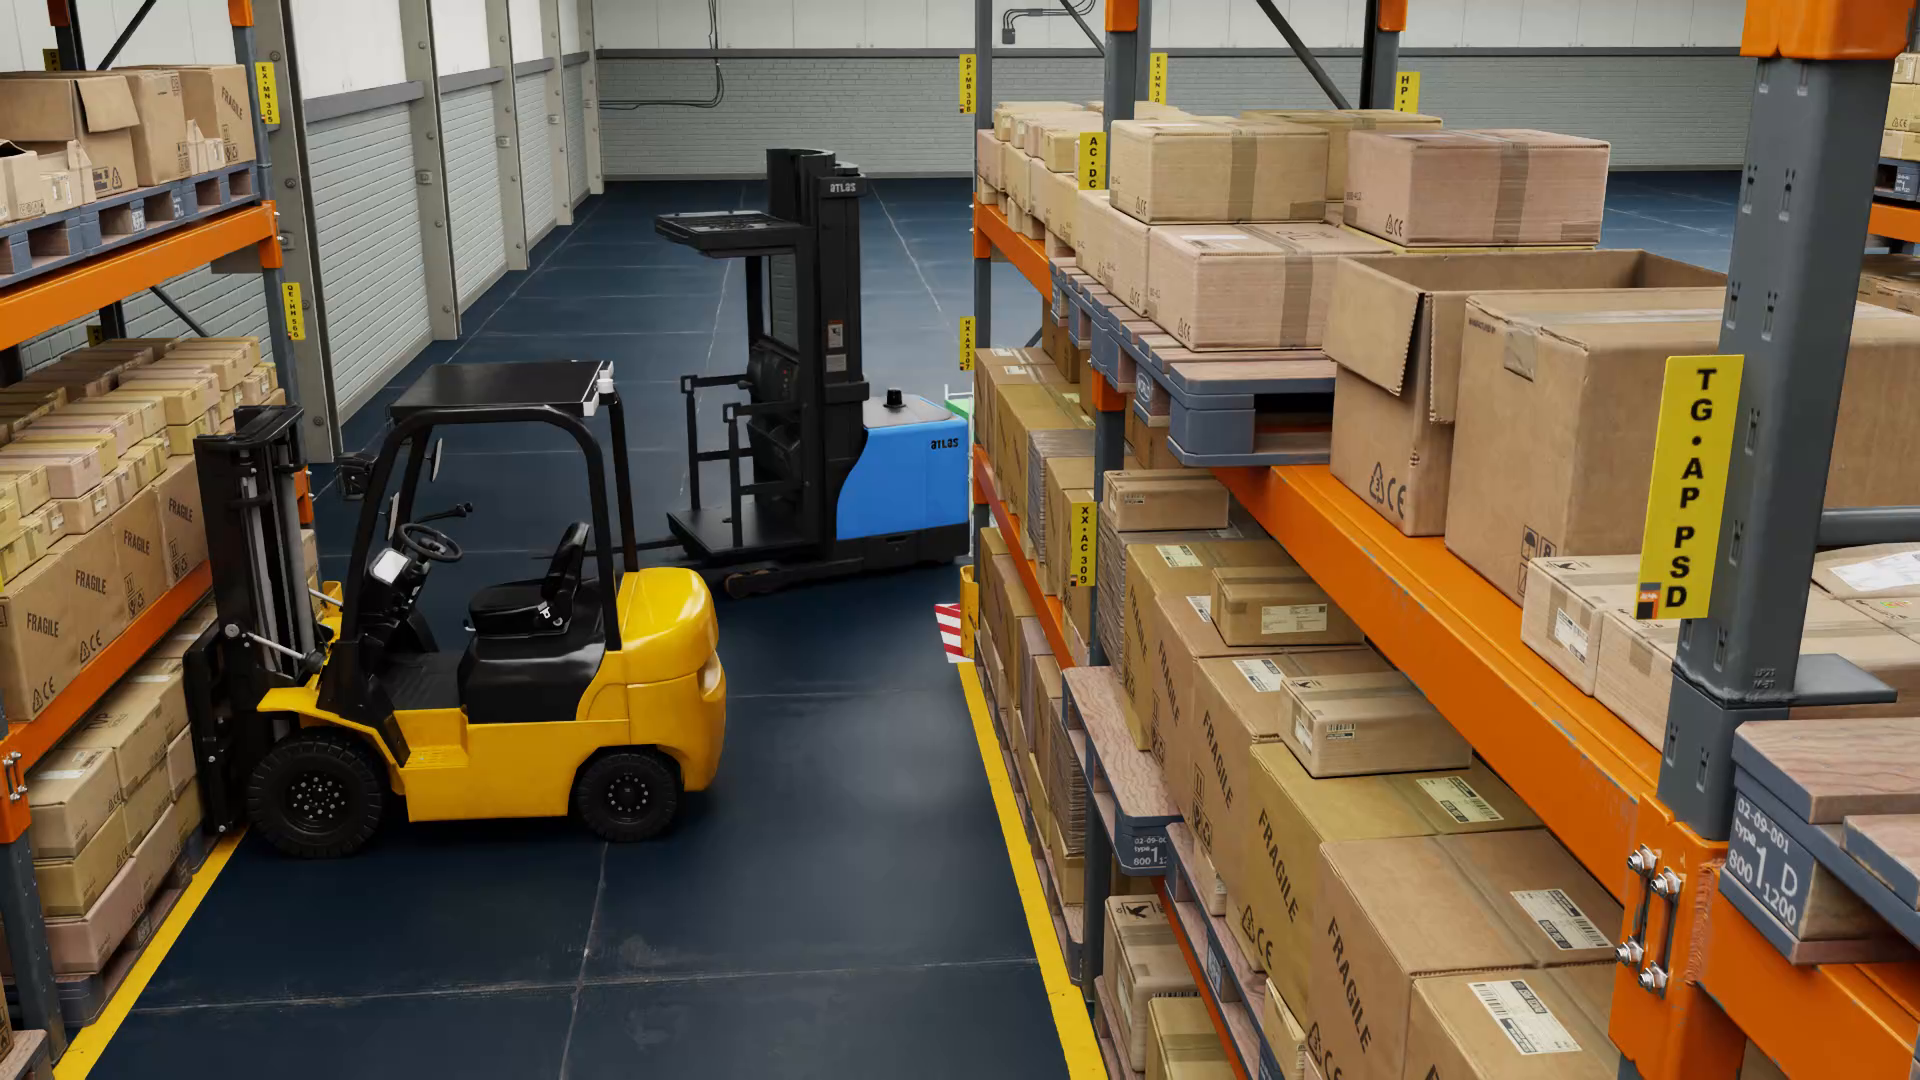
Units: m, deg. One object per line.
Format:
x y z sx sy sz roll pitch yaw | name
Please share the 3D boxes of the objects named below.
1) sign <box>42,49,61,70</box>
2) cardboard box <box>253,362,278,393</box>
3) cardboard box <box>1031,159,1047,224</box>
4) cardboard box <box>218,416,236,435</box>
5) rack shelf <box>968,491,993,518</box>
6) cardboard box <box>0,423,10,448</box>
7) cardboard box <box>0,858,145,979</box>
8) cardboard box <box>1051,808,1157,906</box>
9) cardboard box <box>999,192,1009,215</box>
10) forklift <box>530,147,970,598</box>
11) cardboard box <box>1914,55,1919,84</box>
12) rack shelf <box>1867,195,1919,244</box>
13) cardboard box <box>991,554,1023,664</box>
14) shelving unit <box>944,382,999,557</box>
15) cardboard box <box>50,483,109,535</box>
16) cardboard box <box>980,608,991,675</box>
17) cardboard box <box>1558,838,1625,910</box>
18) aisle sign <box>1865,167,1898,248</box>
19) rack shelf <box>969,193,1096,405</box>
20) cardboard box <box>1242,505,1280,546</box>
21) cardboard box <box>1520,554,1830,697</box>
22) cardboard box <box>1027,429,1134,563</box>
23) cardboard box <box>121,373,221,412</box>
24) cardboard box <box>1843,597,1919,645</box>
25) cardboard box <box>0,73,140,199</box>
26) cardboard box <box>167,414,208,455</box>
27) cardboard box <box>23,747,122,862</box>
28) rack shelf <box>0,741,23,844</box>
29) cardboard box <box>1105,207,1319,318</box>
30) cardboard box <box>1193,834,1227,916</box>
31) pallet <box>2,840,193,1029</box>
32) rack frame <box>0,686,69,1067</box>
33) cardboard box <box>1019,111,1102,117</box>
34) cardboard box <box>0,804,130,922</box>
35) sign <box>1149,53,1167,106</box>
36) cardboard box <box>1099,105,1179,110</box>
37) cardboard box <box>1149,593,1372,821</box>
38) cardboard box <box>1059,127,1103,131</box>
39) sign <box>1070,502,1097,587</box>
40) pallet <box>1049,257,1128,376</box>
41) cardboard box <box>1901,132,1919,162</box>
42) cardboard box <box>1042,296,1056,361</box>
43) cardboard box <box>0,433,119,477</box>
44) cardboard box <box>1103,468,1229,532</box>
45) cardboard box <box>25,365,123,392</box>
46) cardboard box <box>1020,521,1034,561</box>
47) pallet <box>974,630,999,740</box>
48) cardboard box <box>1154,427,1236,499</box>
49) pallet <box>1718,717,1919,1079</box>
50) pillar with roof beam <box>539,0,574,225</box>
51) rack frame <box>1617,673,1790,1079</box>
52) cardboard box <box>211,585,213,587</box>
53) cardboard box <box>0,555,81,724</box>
-4.902 -2.497 9.025 0.100 0.325 0.005 -2 18 -6 | sign
-4.034 -0.889 9.252 0.380 0.149 0.250 -2 17 -5 | cardboard box
0.596 -1.517 7.248 0.500 0.250 0.500 -2 18 -7 | cardboard box
-3.993 -0.381 8.716 0.500 0.500 0.500 -1 17 -4 | cardboard box
0.089 -0.242 12.458 0.258 0.148 0.480 -7 19 -21 | rack shelf
-4.370 -0.402 7.205 0.380 0.149 0.250 -2 18 -6 | cardboard box
-3.657 1.522 6.710 0.500 0.250 0.500 -2 18 -5 | cardboard box
0.672 1.354 7.245 0.500 0.250 0.500 -1 17 -3 | cardboard box
0.409 -1.828 8.904 0.380 0.149 0.250 -1 17 -4 | cardboard box
-1.486 -1.180 11.541 3.031 2.935 1.130 -8 19 -24 | forklift
5.323 -2.492 8.819 0.380 0.149 0.250 -2 18 -7 | cardboard box
5.707 -1.456 8.501 1.077 0.370 4.000 -2 18 -6 | rack shelf
0.457 0.384 9.083 0.500 0.500 0.500 -2 18 -8 | cardboard box
0.090 -0.531 12.367 0.258 1.200 0.503 -7 19 -21 | shelving unit
-3.742 -0.125 6.818 0.380 0.149 0.250 -1 17 -4 | cardboard box
0.396 0.579 9.714 0.500 0.250 0.500 -2 18 -6 | cardboard box
1.536 0.916 3.387 0.500 0.500 0.500 -1 17 -3 | cardboard box
5.792 -2.235 10.448 0.394 0.787 0.004 -2 18 -6 | aisle sign
0.794 -1.273 7.918 1.077 0.370 4.000 -2 18 -6 | rack shelf
1.276 0.151 5.824 0.500 0.500 0.500 -2 18 -7 | cardboard box
1.138 0.130 2.668 0.380 0.149 0.250 -2 18 -6 | cardboard box
0.589 -0.211 7.679 0.500 0.500 0.500 -1 17 -4 | cardboard box
-3.903 -0.725 8.233 0.380 0.149 0.250 -1 17 -4 | cardboard box
1.550 0.192 2.470 0.380 0.149 0.250 -2 18 -6 | cardboard box
-4.032 -1.747 7.186 0.797 0.503 0.637 -1 17 -4 | cardboard box
-3.878 -0.508 8.037 0.380 0.149 0.250 -2 18 -5 | cardboard box
-3.674 1.046 6.559 0.500 0.250 0.500 -2 18 -6 | cardboard box
-3.730 1.504 4.080 1.077 0.370 4.000 -2 18 -6 | rack shelf
0.715 -0.812 4.797 0.500 0.250 0.500 -2 18 -6 | cardboard box
0.850 0.894 4.541 0.380 0.149 0.250 -1 17 -4 | cardboard box
-3.977 1.657 7.046 1.003 0.211 1.213 -2 18 -6 | pallet
-3.936 0.565 5.870 1.000 3.000 0.127 -2 18 -6 | rack frame
0.501 -2.062 8.317 0.380 0.149 0.250 -2 18 -6 | cardboard box
-3.679 1.284 6.633 0.500 0.250 0.500 -2 18 -6 | cardboard box
1.142 -2.646 9.611 0.100 0.325 0.005 -2 18 -6 | sign
0.949 -2.228 8.846 0.380 0.149 0.250 -2 18 -6 | cardboard box
0.853 0.466 4.820 0.500 0.500 0.500 -2 18 -6 | cardboard box
0.628 -1.679 7.097 0.380 0.149 0.250 -2 18 -7 | cardboard box
0.462 0.017 6.171 0.100 0.325 0.005 -2 18 -6 | sign
0.958 -0.744 5.344 1.213 0.211 1.003 -2 18 -6 | pallet
5.322 -2.111 8.936 0.380 0.149 0.250 -2 18 -5 | cardboard box
0.858 -1.302 9.485 0.700 0.500 0.500 -2 18 -7 | cardboard box
-3.804 -0.345 7.023 0.380 0.149 0.250 -2 18 -7 | cardboard box
0.697 -0.138 5.661 0.380 0.149 0.250 -2 18 -6 | cardboard box
-4.481 -0.788 8.432 0.380 0.149 0.250 -2 18 -5 | cardboard box
0.497 -0.011 8.125 0.380 0.149 0.250 -2 18 -5 | cardboard box
0.644 0.815 9.729 1.003 0.211 1.213 -2 18 -6 | pallet
1.171 -0.394 6.591 0.700 0.500 0.500 -2 18 -6 | cardboard box
1.532 0.451 1.539 1.213 0.211 1.003 -1 17 -3 | pallet
-3.367 -10.537 31.217 9.100 9.000 0.400 -2 18 -6 | pillar with roof beam
1.413 1.602 2.566 1.000 3.000 0.127 -2 18 -6 | rack frame
-3.933 0.287 8.975 0.500 0.250 0.500 -1 17 -5 | cardboard box
-3.722 0.377 6.302 0.500 0.500 0.500 -2 18 -7 | cardboard box
